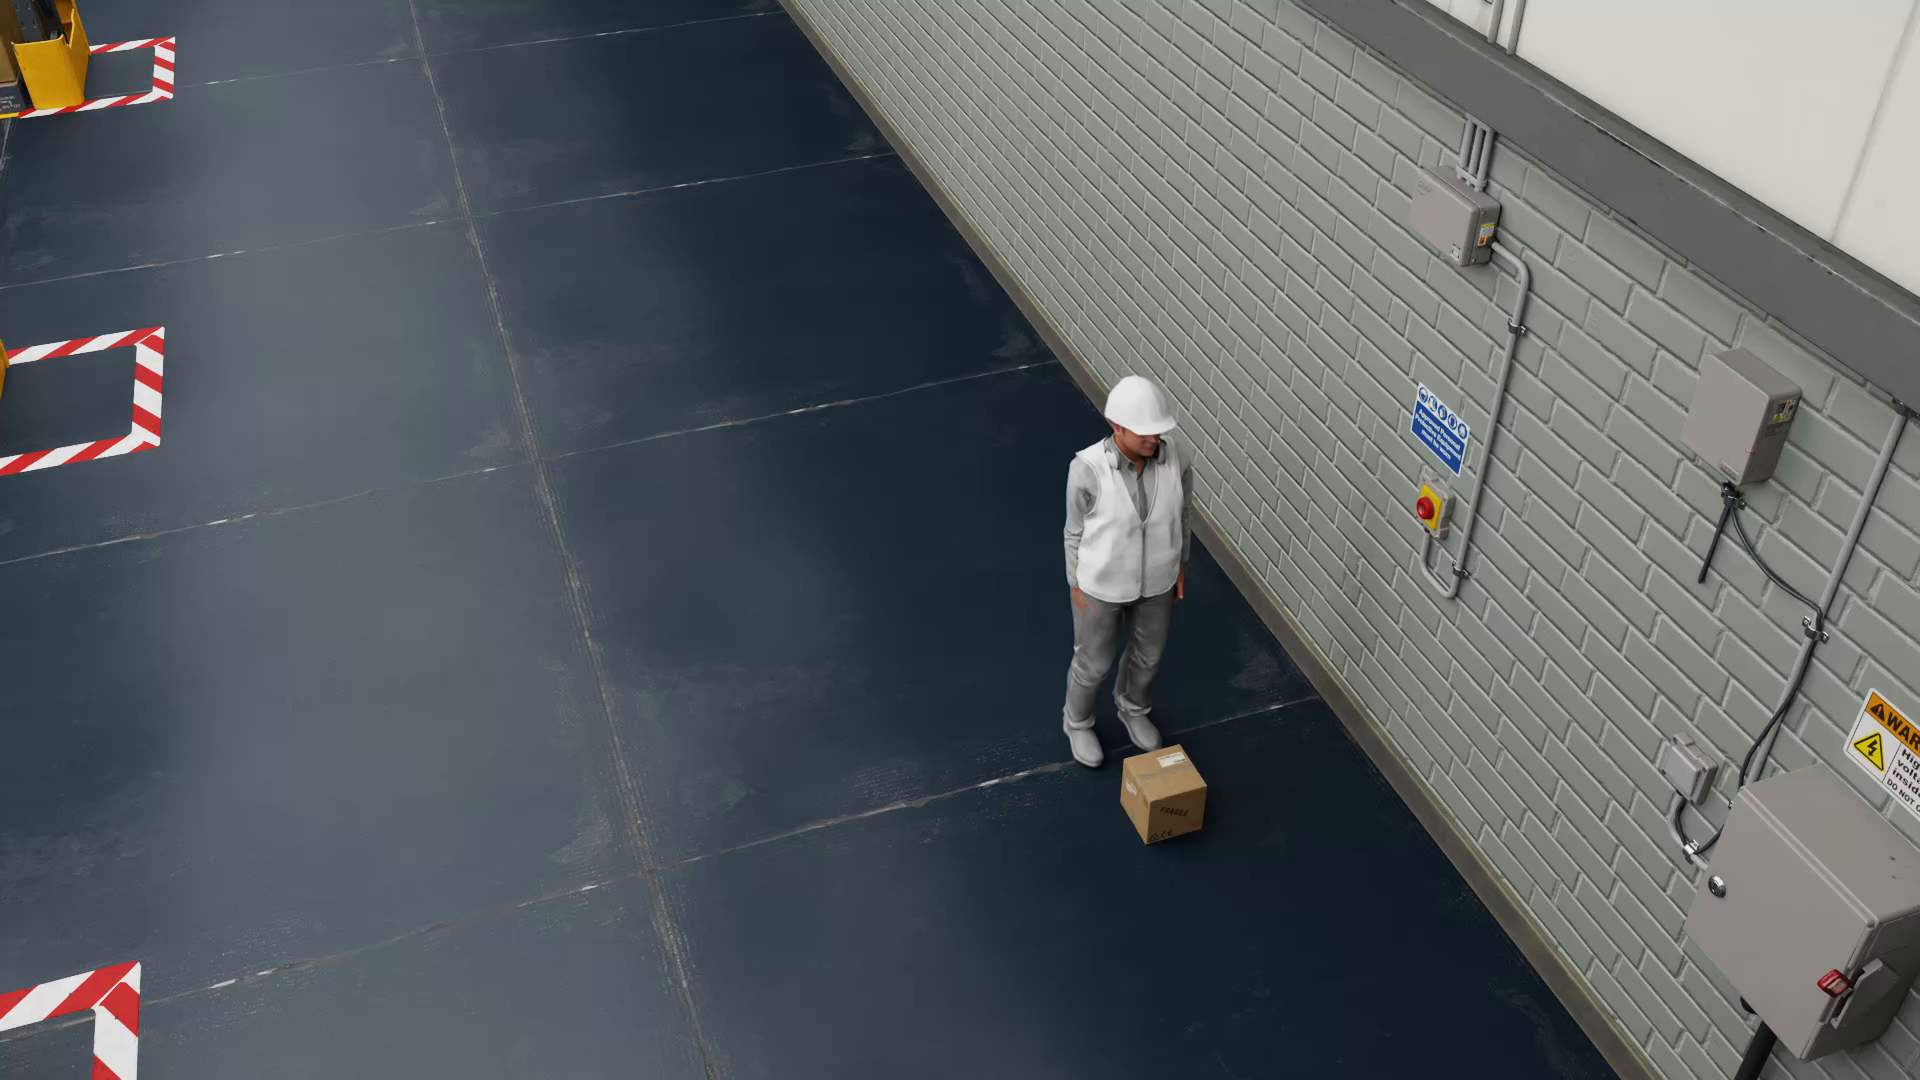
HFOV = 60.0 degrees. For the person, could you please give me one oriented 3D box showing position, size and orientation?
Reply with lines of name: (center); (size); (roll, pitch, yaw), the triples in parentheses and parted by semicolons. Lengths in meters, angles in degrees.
person: (0.666, 0.137, 6.588); (0.531, 1.769, 0.359); (-12, 39, -15)
